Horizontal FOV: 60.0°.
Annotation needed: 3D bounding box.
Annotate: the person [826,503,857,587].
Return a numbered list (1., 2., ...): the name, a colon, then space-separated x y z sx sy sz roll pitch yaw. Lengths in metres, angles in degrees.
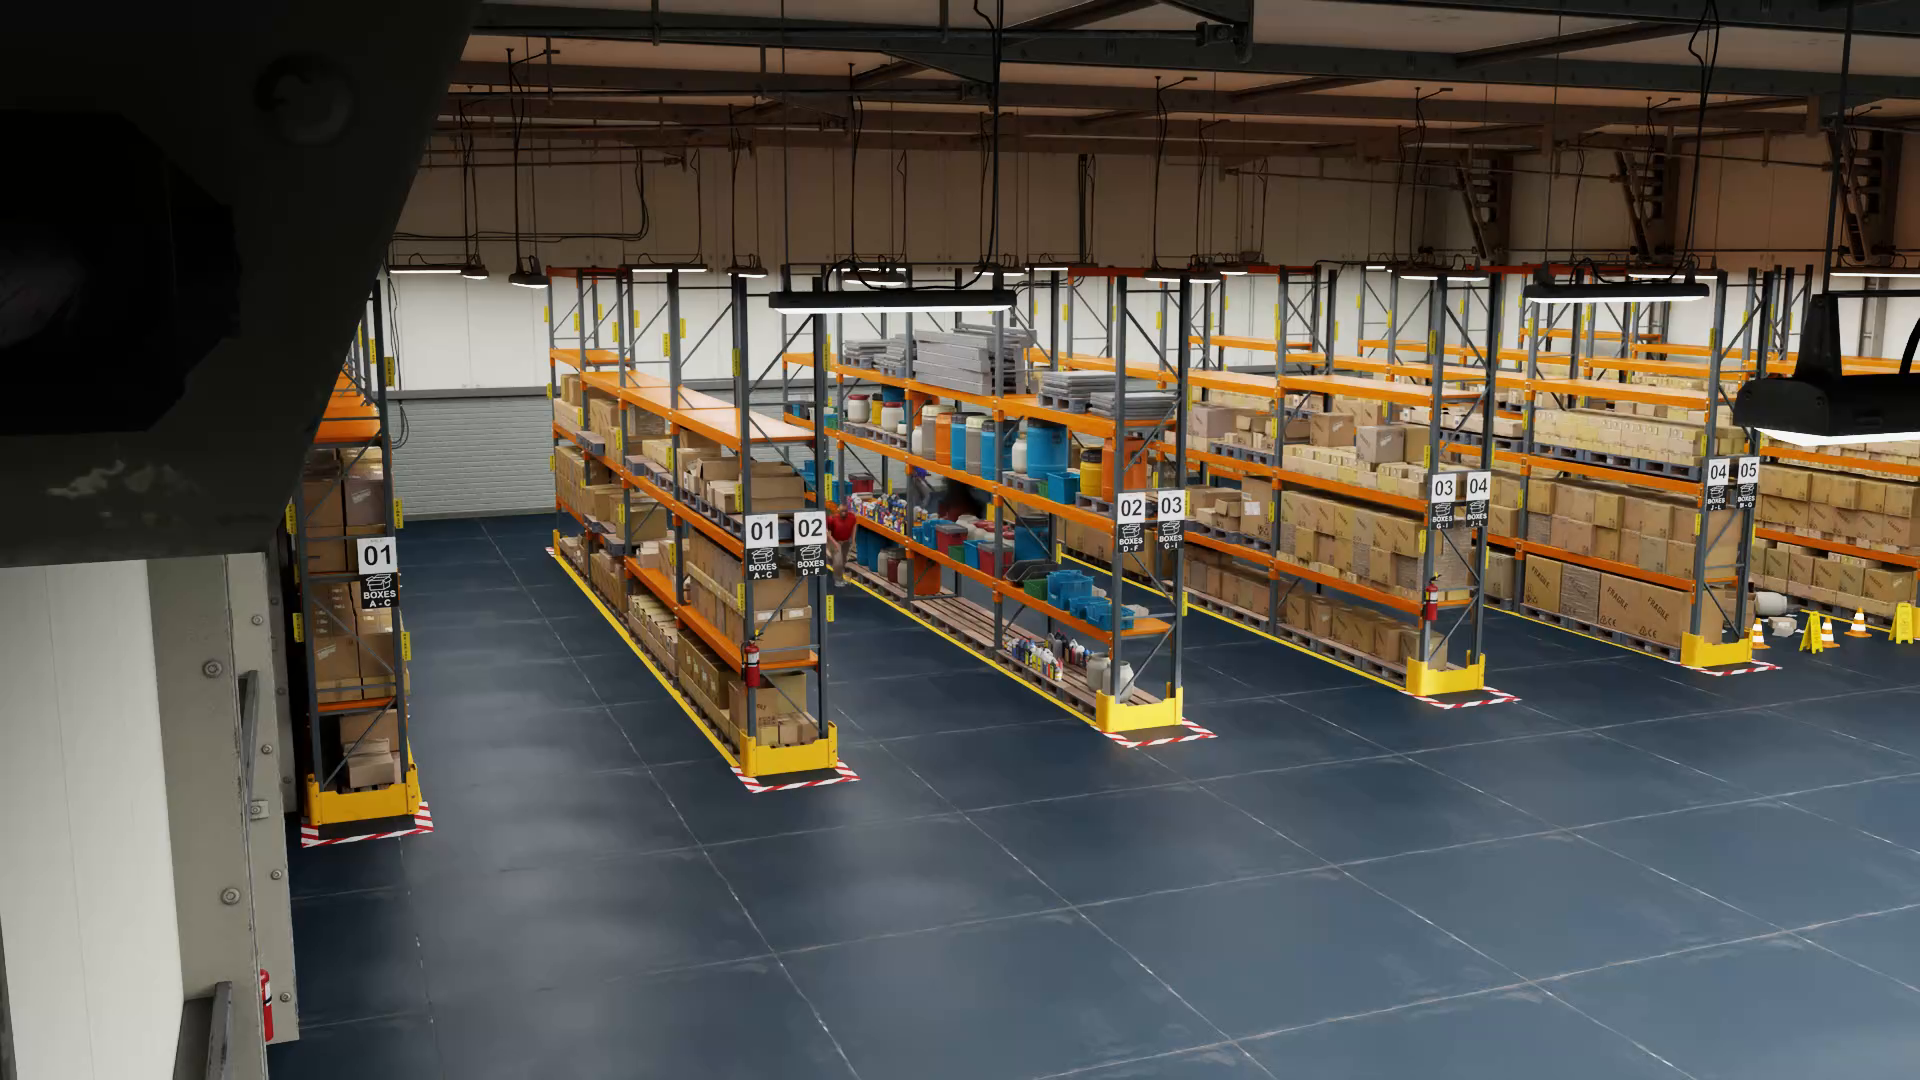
1. person: -2.170 0.087 30.026 0.695 1.617 0.881 -6 12 -33

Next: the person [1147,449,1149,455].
1. person: 4.562 -1.488 40.697 0.541 1.589 0.806 4 11 22

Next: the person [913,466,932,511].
1. person: -1.017 -1.301 39.405 0.714 1.687 0.627 -1 10 -4
